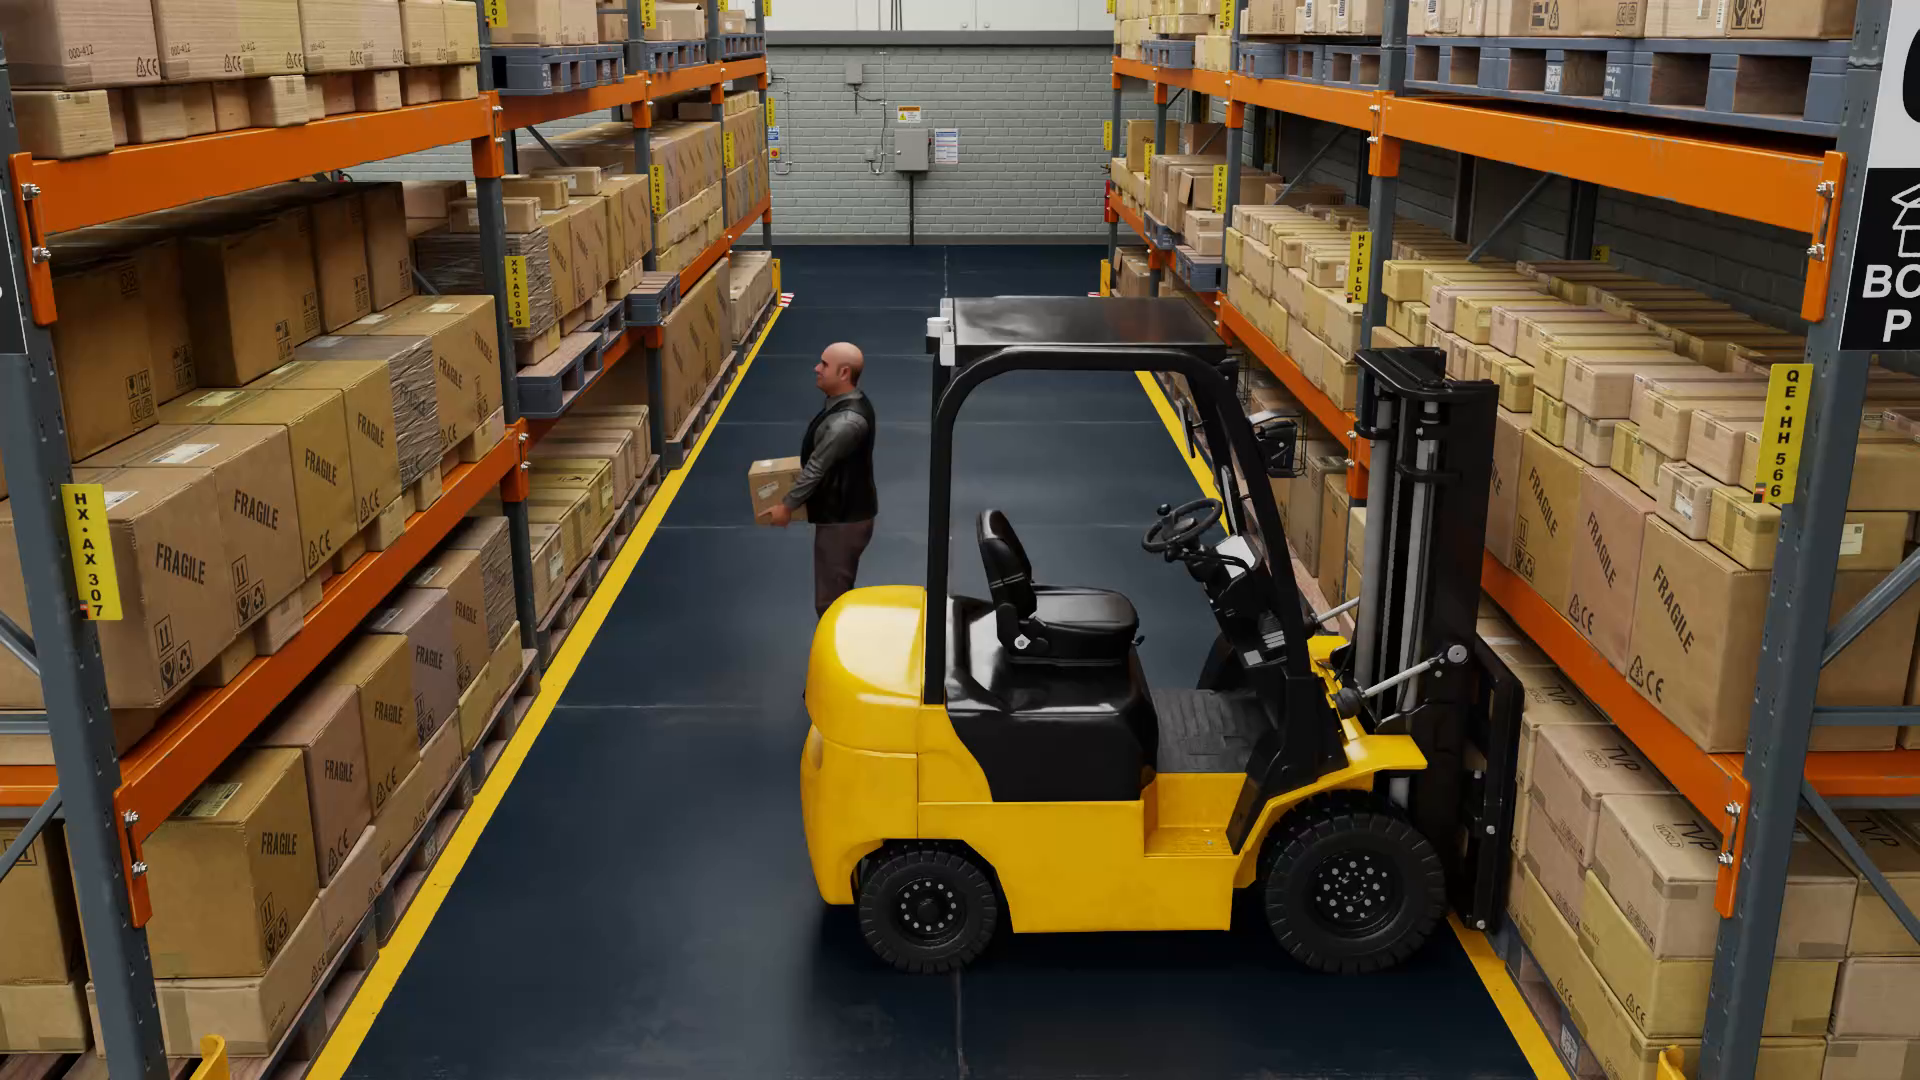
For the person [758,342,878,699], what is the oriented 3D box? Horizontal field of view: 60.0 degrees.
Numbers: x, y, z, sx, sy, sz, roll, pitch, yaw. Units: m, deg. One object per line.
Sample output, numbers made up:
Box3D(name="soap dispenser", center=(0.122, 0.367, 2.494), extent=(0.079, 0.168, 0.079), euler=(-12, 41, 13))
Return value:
Box3D(name="person", center=(-0.663, -0.084, 7.872), extent=(0.555, 1.718, 0.495), euler=(0, 17, 0))
